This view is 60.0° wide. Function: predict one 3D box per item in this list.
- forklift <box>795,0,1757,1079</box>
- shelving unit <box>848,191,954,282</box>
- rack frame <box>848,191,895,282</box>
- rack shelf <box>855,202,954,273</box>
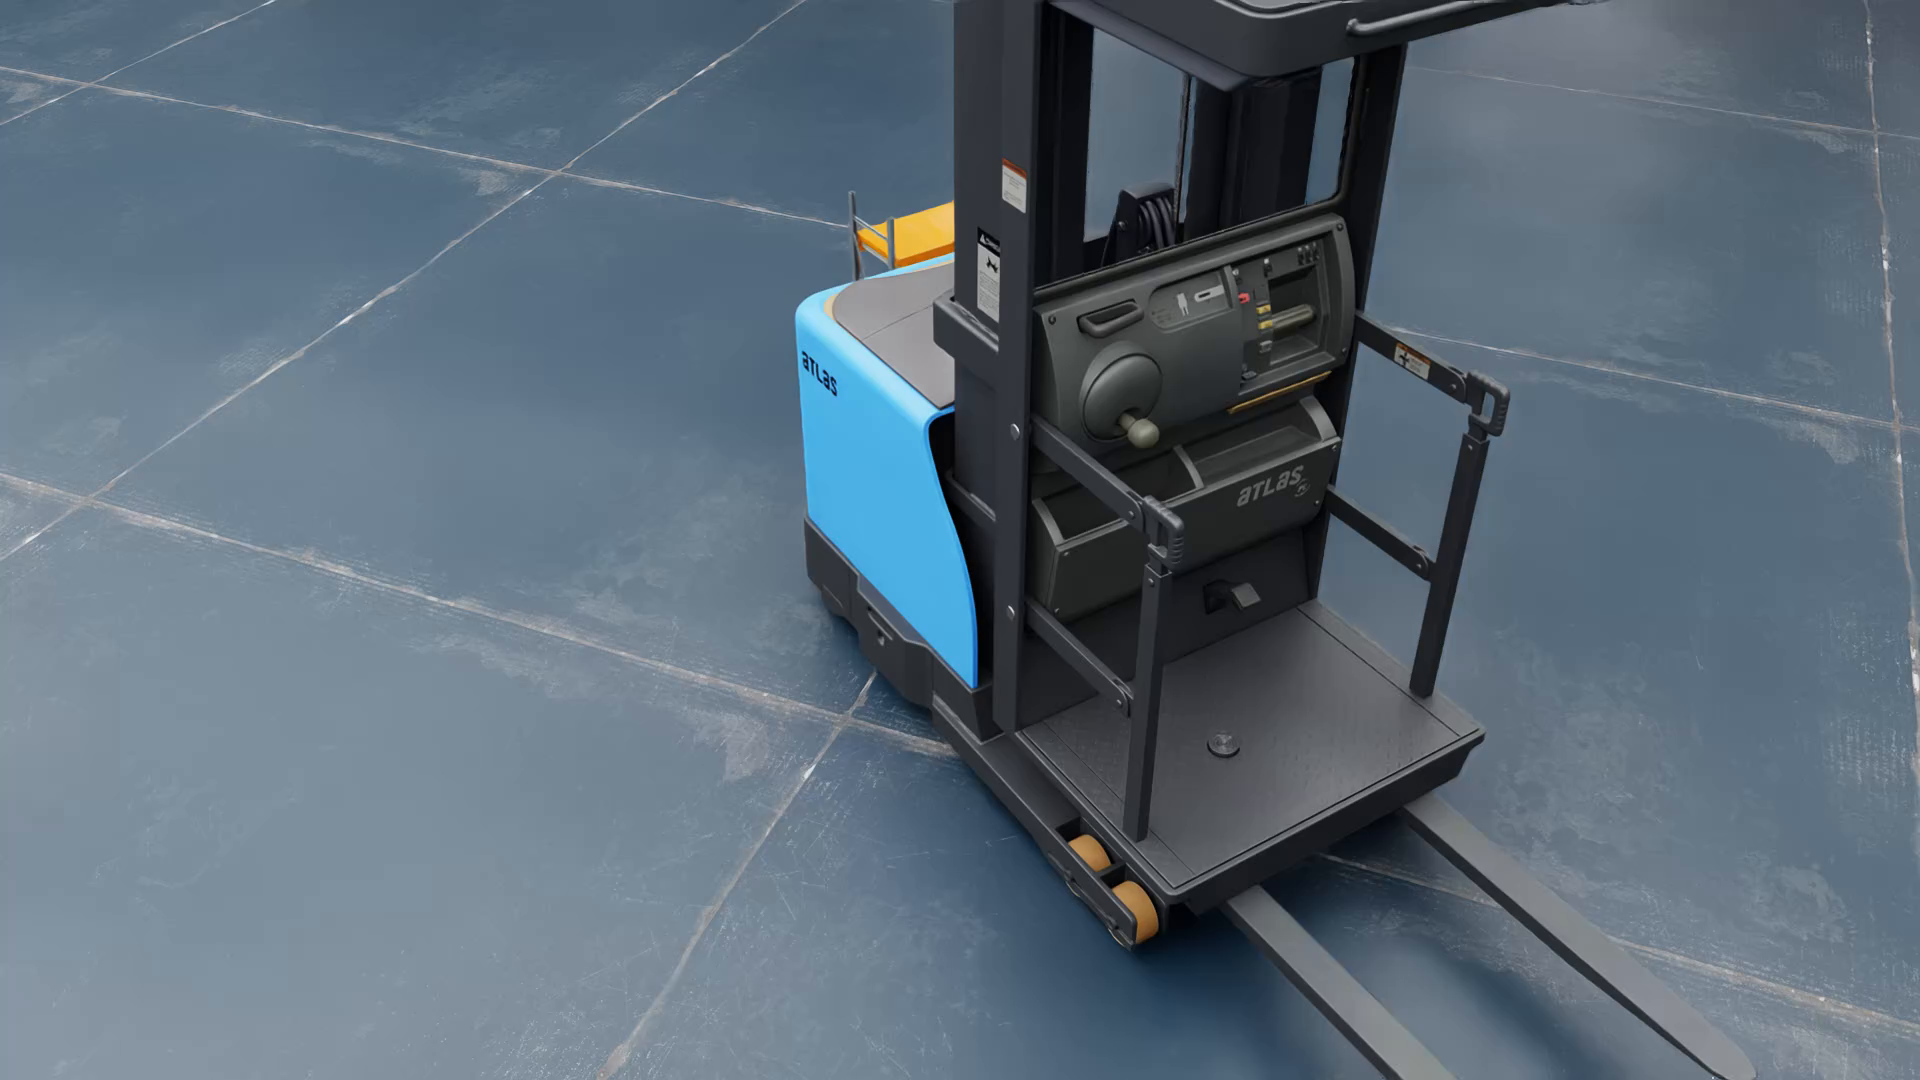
[{"bbox_3d":[0.711,-0.442,3.893,1.130,2.935,3.031,-21,42,-26],"label":"forklift"},{"bbox_3d":[-0.075,-0.637,5.601,0.503,1.200,0.258,-23,42,-28],"label":"shelving unit"},{"bbox_3d":[-0.274,-0.553,5.488,0.015,1.200,0.240,-23,42,-28],"label":"rack frame"},{"bbox_3d":[-0.075,-0.952,5.365,0.480,0.148,0.258,-23,42,-28],"label":"rack shelf"}]
